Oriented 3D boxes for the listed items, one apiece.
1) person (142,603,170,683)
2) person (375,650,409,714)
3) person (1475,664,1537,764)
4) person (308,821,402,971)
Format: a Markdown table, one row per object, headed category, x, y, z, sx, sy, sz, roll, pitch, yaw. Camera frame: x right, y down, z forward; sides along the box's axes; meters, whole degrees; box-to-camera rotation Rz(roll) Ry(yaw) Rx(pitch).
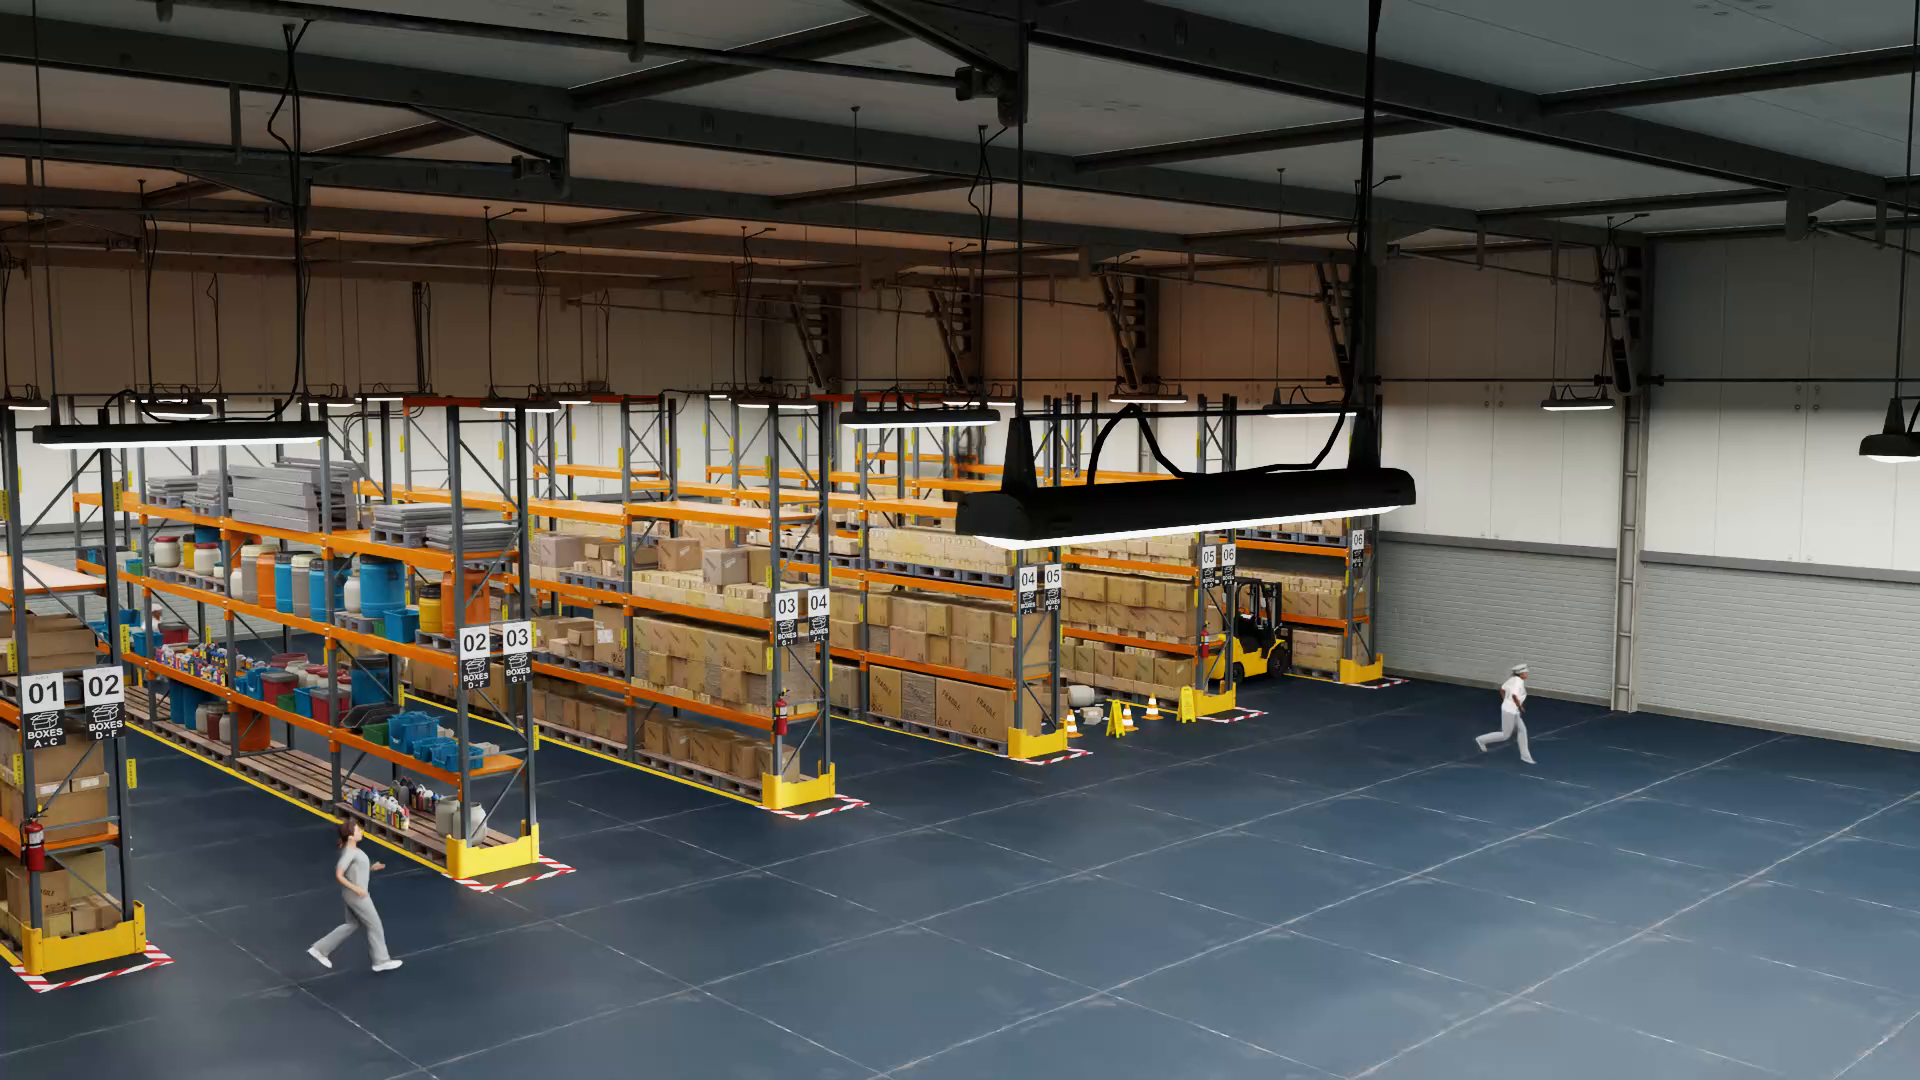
| category | x | y | z | sx | sy | sz | roll | pitch | yaw |
| --- | --- | --- | --- | --- | --- | --- | --- | --- | --- |
| person | -16.682 | 2.176 | 34.588 | 0.650 | 1.765 | 0.779 | -2 | 6 | -22 |
| person | -10.746 | 2.535 | 31.343 | 0.980 | 1.627 | 0.656 | 5 | 7 | 40 |
| person | 9.042 | 2.872 | 27.478 | 1.006 | 1.683 | 0.574 | 1 | 6 | 10 |
| person | -6.437 | 3.788 | 17.647 | 0.934 | 1.645 | 0.573 | -3 | 6 | -25 |
